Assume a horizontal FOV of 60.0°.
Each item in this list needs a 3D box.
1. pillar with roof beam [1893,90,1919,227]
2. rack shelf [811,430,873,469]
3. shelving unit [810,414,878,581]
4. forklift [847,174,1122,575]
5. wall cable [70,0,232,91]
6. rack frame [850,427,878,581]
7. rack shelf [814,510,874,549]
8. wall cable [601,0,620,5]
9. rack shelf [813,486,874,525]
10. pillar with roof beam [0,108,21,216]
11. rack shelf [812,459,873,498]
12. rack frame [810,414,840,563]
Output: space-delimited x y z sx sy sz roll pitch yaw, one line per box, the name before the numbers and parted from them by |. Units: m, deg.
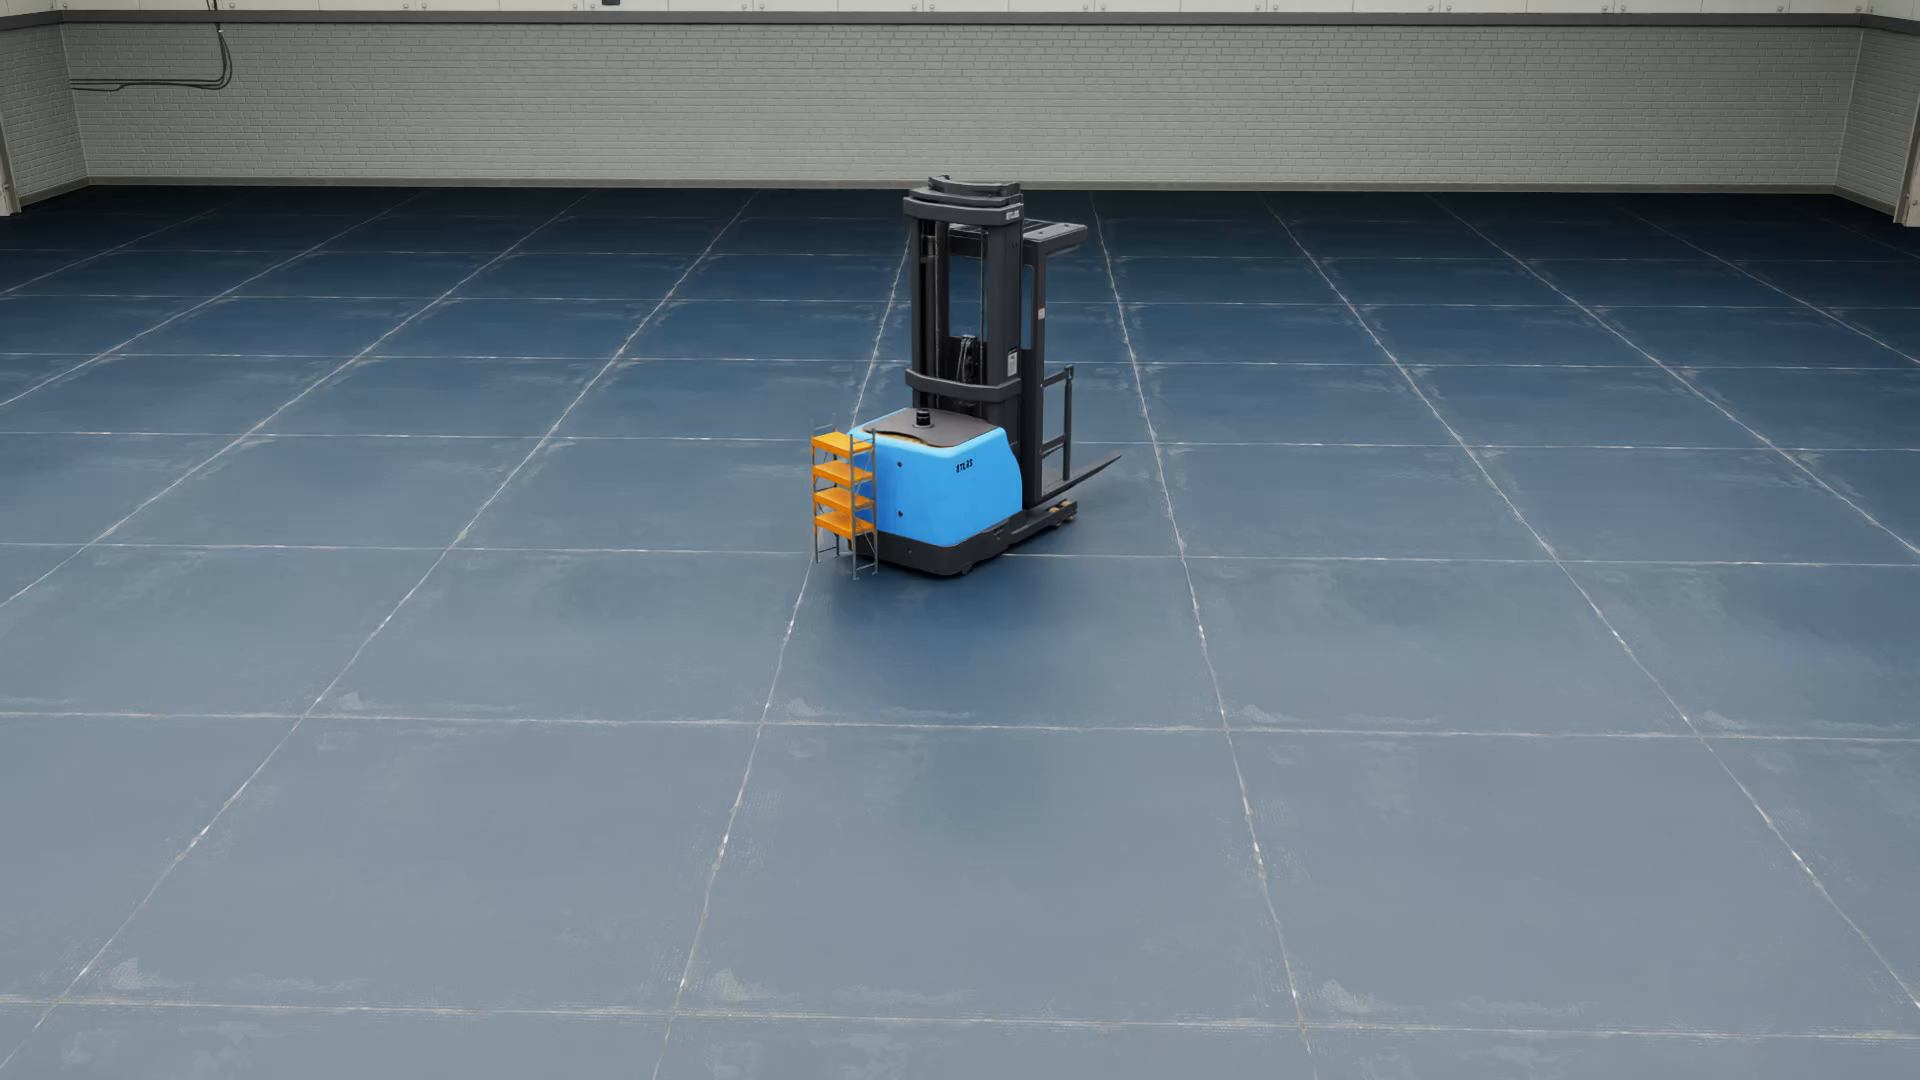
pillar with roof beam | 11.138 -9.385 25.570 9.100 9.000 0.400 1 21 2
rack shelf | -0.906 -0.705 12.893 0.258 0.148 0.480 -18 28 -39
shelving unit | -0.906 -0.338 13.035 0.258 1.200 0.503 -18 28 -39
forklift | 0.347 -1.566 13.807 1.130 2.935 3.031 14 25 32
wall cable | -14.633 -9.287 29.611 3.097 2.526 0.112 1 21 2
rack frame | -0.742 -0.273 12.867 0.240 1.200 0.015 -18 28 -39
rack shelf | -0.906 -0.090 13.131 0.258 0.148 0.480 -18 28 -39
wall cable | -5.145 -12.210 28.150 2.305 6.003 0.169 1 21 2
rack shelf | -0.906 -0.275 13.059 0.258 0.148 0.480 -18 28 -39
pillar with roof beam | -11.741 -9.637 26.219 9.100 9.000 0.400 1 21 2
rack shelf | -0.906 -0.484 12.979 0.258 0.148 0.480 -18 28 -39
rack frame | -1.071 -0.403 13.203 0.240 1.200 0.015 -18 28 -39
